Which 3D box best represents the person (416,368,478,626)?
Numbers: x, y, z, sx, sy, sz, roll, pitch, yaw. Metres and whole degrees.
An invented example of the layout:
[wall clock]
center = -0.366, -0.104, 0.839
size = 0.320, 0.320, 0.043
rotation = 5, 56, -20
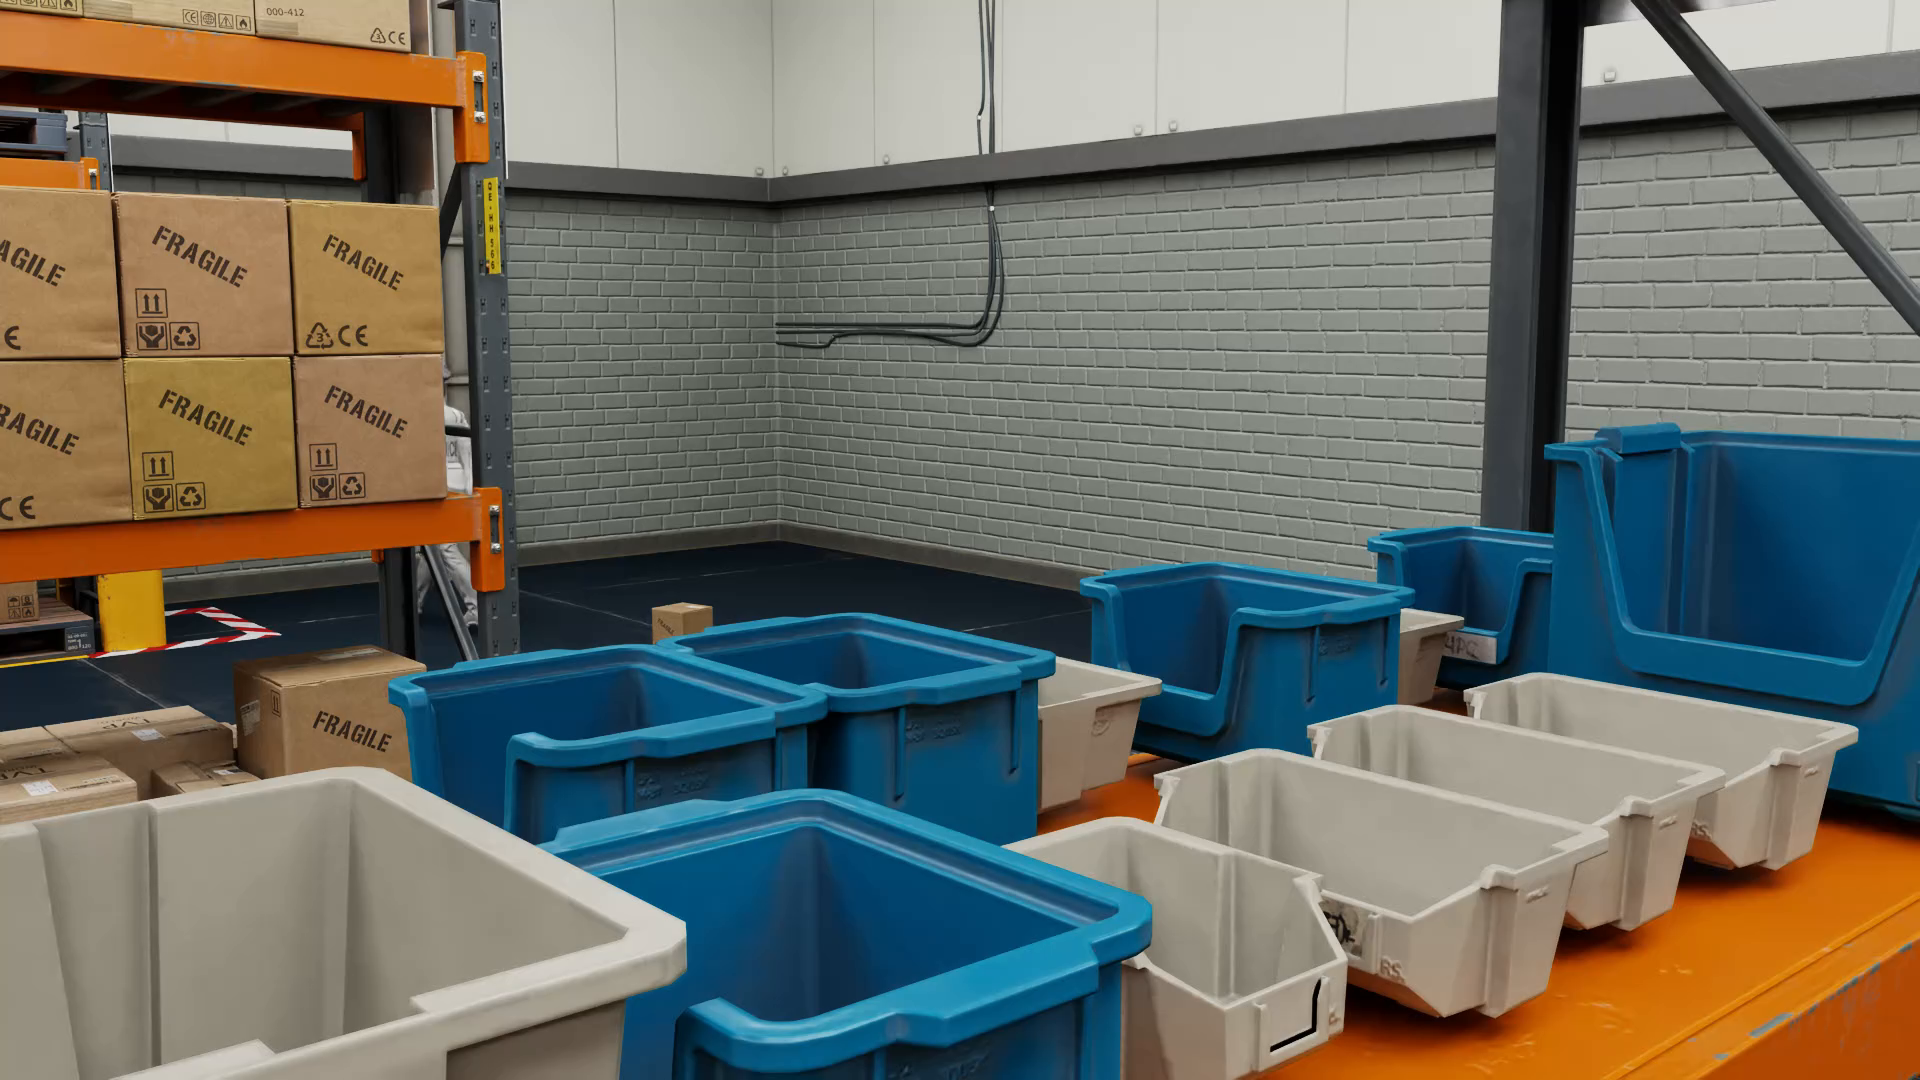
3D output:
[person]
center = -3.322, -0.293, 10.371
size = 0.995, 1.623, 0.513
rotation = 4, 9, 29
